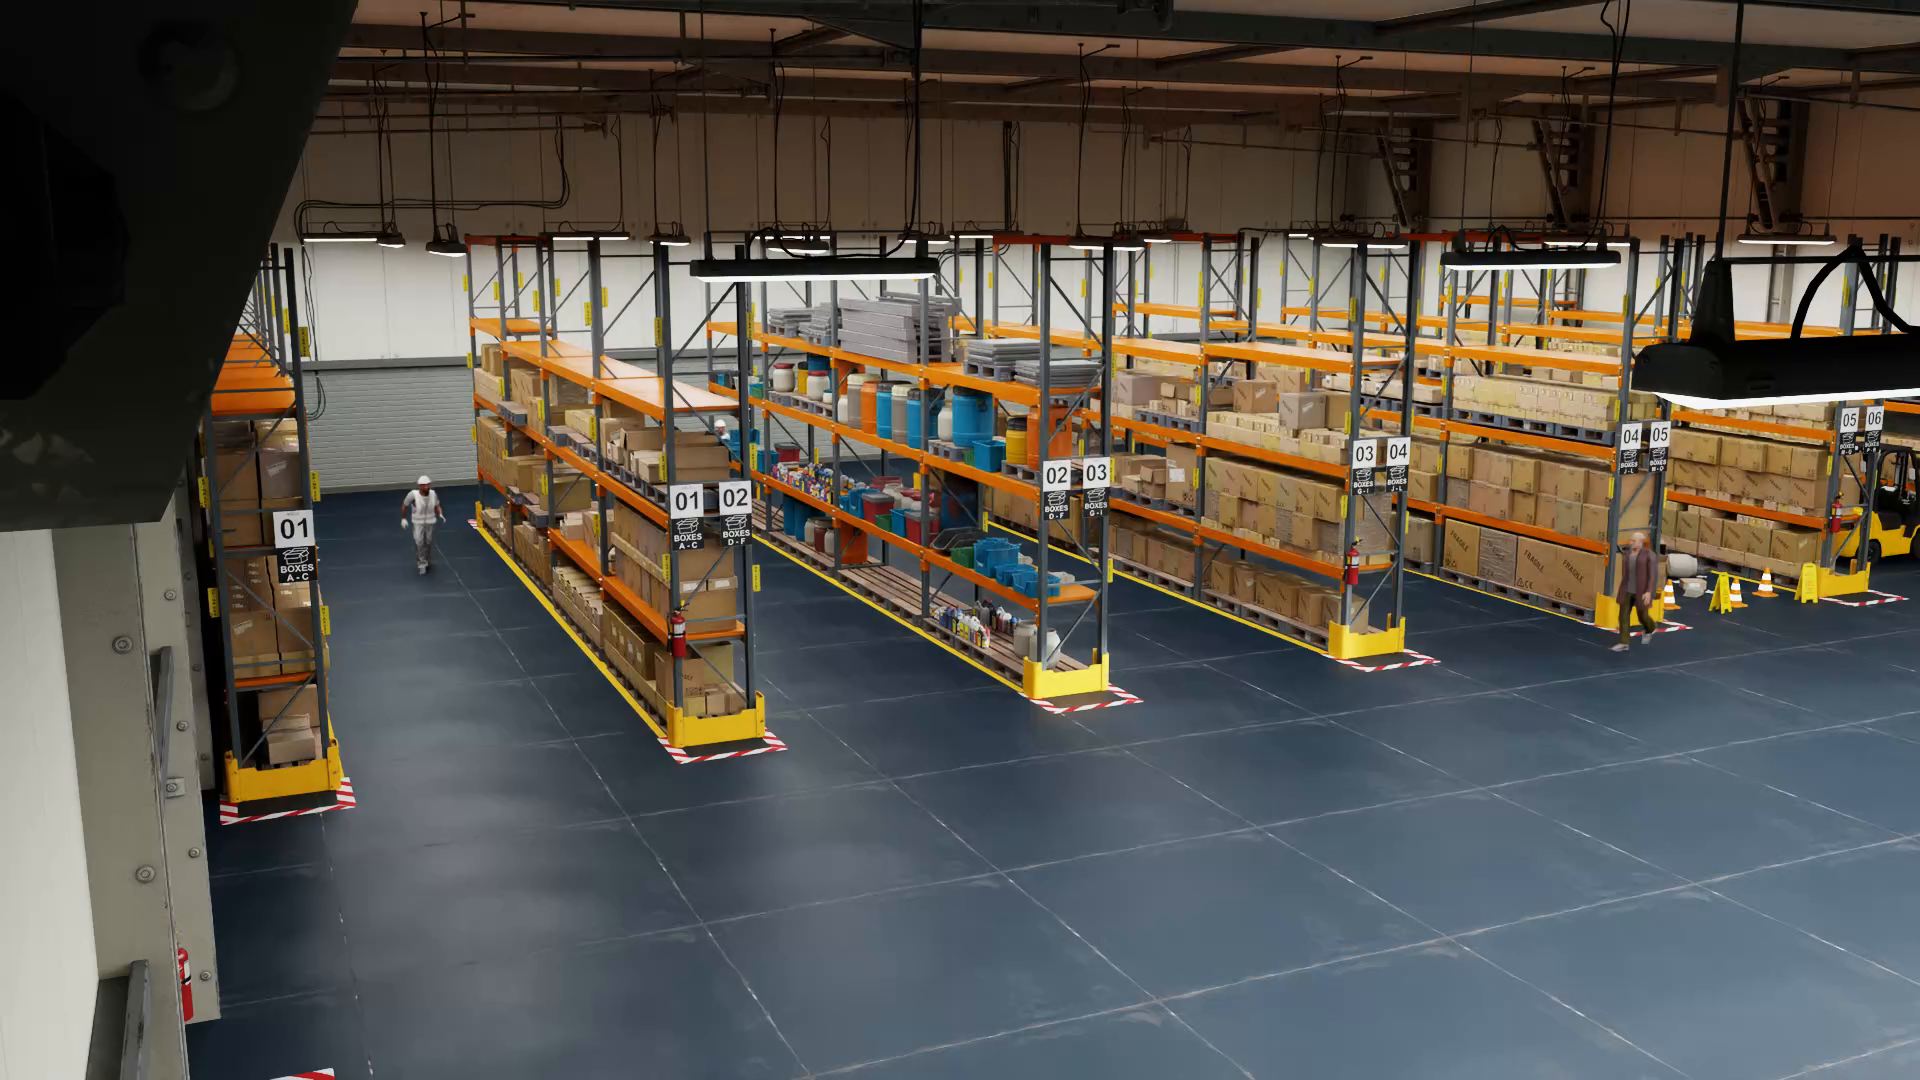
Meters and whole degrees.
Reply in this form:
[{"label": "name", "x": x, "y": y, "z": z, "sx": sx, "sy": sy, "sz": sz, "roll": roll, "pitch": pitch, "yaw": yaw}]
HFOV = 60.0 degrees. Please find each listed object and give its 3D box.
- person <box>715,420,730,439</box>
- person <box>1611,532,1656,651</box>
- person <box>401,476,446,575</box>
[{"label": "person", "x": -5.489, "y": -1.837, "z": 38.007, "sx": 0.479, "sy": 1.824, "sz": 0.518, "roll": 4, "pitch": 12, "yaw": 20}, {"label": "person", "x": 10.062, "y": 0.723, "z": 24.641, "sx": 0.548, "sy": 1.732, "sz": 0.691, "roll": 10, "pitch": 15, "yaw": 41}, {"label": "person", "x": -9.739, "y": -0.350, "z": 30.154, "sx": 0.735, "sy": 1.652, "sz": 0.871, "roll": -5, "pitch": 12, "yaw": -24}]
